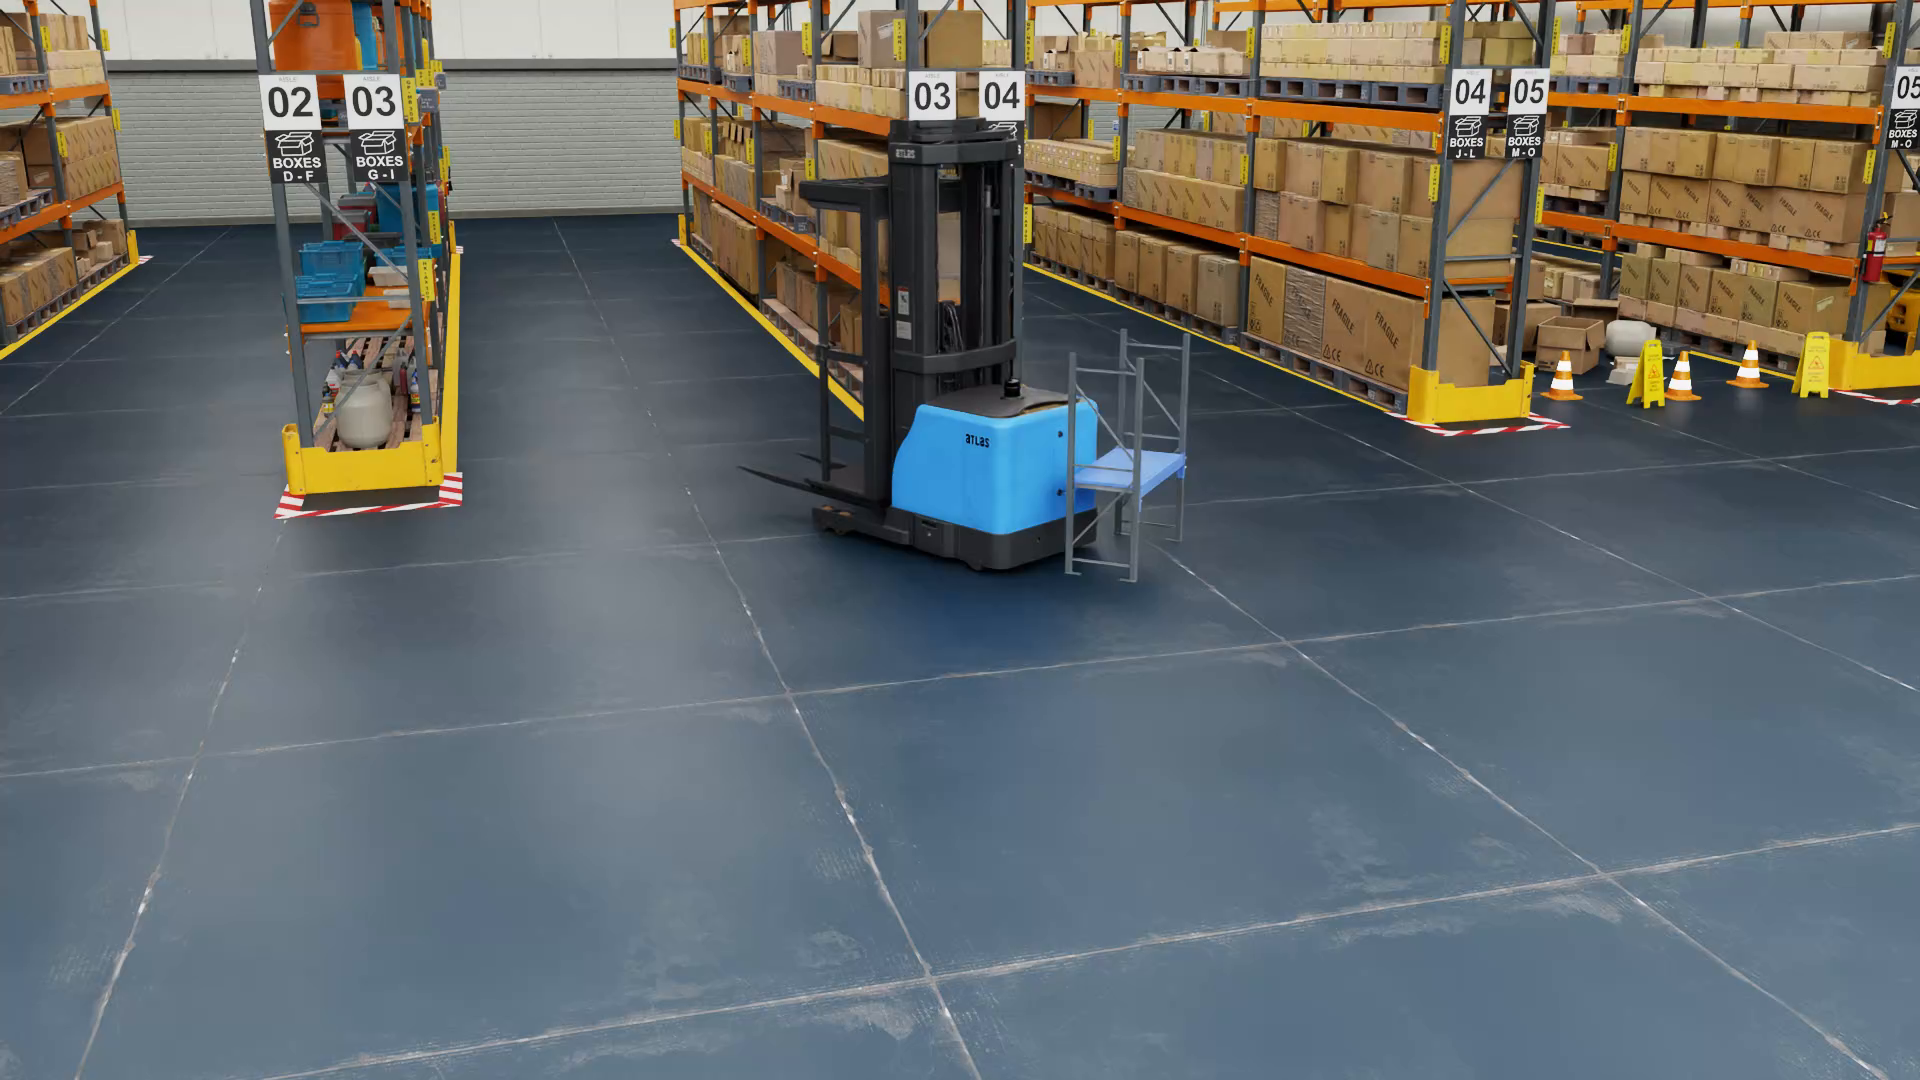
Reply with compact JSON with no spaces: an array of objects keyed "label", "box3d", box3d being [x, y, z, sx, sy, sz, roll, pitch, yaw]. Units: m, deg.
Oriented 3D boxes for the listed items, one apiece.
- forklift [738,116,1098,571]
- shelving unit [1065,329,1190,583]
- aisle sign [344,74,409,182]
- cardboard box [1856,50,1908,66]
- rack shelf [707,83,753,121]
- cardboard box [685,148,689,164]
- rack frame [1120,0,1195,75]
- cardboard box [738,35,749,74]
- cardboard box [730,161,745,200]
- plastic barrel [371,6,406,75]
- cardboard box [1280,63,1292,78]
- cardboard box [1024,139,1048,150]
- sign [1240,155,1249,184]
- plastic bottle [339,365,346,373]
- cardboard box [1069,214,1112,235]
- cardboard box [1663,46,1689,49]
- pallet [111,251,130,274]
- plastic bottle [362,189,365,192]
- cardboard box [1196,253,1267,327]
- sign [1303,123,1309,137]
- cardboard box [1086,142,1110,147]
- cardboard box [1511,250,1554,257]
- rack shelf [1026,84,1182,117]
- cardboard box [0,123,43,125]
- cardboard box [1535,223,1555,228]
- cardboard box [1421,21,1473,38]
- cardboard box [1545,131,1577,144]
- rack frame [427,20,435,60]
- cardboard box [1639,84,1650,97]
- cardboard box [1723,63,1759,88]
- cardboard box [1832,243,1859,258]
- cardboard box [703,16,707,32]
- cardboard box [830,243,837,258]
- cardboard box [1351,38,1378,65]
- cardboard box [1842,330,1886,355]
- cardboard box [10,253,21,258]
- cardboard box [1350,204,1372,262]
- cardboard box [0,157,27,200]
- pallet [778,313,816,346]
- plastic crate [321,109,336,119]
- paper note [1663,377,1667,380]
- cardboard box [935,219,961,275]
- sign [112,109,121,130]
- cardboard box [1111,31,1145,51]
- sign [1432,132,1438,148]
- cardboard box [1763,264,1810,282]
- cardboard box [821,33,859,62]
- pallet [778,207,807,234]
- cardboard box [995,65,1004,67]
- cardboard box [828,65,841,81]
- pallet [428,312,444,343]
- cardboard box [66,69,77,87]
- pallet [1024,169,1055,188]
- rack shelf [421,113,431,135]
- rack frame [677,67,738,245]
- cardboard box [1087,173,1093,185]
[{"label":"forklift","box3d":[-0.440,-1.539,11.981,3.031,2.935,1.130,16,23,42]},{"label":"shelving unit","box3d":[1.150,-0.601,11.344,0.538,1.500,1.048,7,18,23]},{"label":"aisle sign","box3d":[-4.415,-3.113,12.583,0.394,0.787,0.004,-5,17,-15]},{"label":"cardboard box","box3d":[9.197,-4.808,16.582,0.380,0.149,0.250,-5,17,-15]},{"label":"rack shelf","box3d":[-2.703,-6.115,23.131,1.077,0.370,4.000,-5,17,-15]},{"label":"cardboard box","box3d":[-4.330,-6.455,27.972,0.500,0.250,0.500,-5,17,-16]},{"label":"rack frame","box3d":[2.644,-7.707,21.966,1.000,3.000,0.127,-5,17,-15]},{"label":"cardboard box","box3d":[-2.712,-6.550,22.425,0.500,0.500,0.500,-4,17,-12]},{"label":"cardboard box","box3d":[-2.943,-5.057,23.398,0.500,0.500,0.500,-4,17,-14]},{"label":"plastic barrel","box3d":[-7.068,-6.078,20.283,0.600,0.830,0.708,-5,17,-15]},{"label":"cardboard box","box3d":[3.656,-5.024,17.783,0.380,0.149,0.250,-5,17,-15]},{"label":"cardboard box","box3d":[1.210,-6.160,25.919,0.380,0.149,0.250,-4,17,-12]},{"label":"sign","box3d":[3.224,-4.198,18.839,0.100,0.325,0.005,-5,17,-15]},{"label":"plastic bottle","box3d":[-5.865,-1.529,15.807,0.097,0.271,0.097,0,17,0]},{"label":"cardboard box","box3d":[1.930,-4.646,24.516,0.500,0.250,0.500,-4,17,-14]},{"label":"cardboard box","box3d":[11.411,-7.775,26.458,0.380,0.149,0.250,-5,17,-15]},{"label":"pallet","box3d":[-13.637,-4.323,25.977,1.003,0.211,1.213,-5,17,-15]},{"label":"plastic bottle","box3d":[-7.751,-4.416,21.643,0.061,0.283,0.133,-5,17,-15]},{"label":"cardboard box","box3d":[3.486,-3.015,19.957,1.050,0.750,0.750,-5,17,-16]},{"label":"sign","box3d":[5.743,-6.768,27.625,0.100,0.325,0.005,-5,17,-15]},{"label":"cardboard box","box3d":[2.123,-5.923,25.130,0.380,0.149,0.250,-5,18,-17]},{"label":"cardboard box","box3d":[7.732,-3.835,23.343,0.950,0.372,0.625,-5,17,-16]},{"label":"rack shelf","box3d":[2.094,-6.479,24.343,1.077,0.370,4.000,-5,17,-15]},{"label":"cardboard box","box3d":[-13.448,-5.721,23.871,0.500,0.500,0.500,-5,17,-15]},{"label":"cardboard box","box3d":[10.612,-5.719,30.004,0.380,0.149,0.250,-5,18,-17]},{"label":"cardboard box","box3d":[4.423,-4.634,15.098,0.380,0.149,0.250,-5,17,-15]},{"label":"cardboard box","box3d":[7.831,-5.222,21.574,0.380,0.149,0.250,-5,18,-18]},{"label":"rack frame","box3d":[-9.114,-9.164,26.817,1.000,3.000,0.127,-5,17,-15]},{"label":"cardboard box","box3d":[8.323,-5.356,19.791,0.380,0.149,0.250,-5,17,-16]},{"label":"cardboard box","box3d":[8.749,-5.089,18.210,0.500,0.250,0.500,-5,17,-15]},{"label":"cardboard box","box3d":[9.265,-3.006,17.183,0.380,0.149,0.250,-4,17,-13]},{"label":"cardboard box","box3d":[-3.806,-8.215,26.492,0.500,0.250,0.500,-5,18,-17]},{"label":"cardboard box","box3d":[-1.132,-3.022,17.236,0.380,0.149,0.250,-5,17,-15]},{"label":"cardboard box","box3d":[4.165,-4.768,16.235,0.500,0.250,0.500,-5,17,-16]},{"label":"cardboard box","box3d":[9.618,-2.169,18.009,0.500,0.250,0.500,-5,17,-16]},{"label":"cardboard box","box3d":[-12.722,-3.507,21.995,0.500,0.500,0.500,-4,17,-14]},{"label":"cardboard box","box3d":[4.491,-3.107,16.820,0.875,0.550,0.550,-5,17,-15]},{"label":"cardboard box","box3d":[-12.233,-4.559,21.011,0.700,0.500,0.500,-10,19,-29]},{"label":"pallet","box3d":[-1.608,-2.581,20.177,1.003,0.211,1.213,-5,17,-15]},{"label":"plastic crate","box3d":[-5.530,-3.798,14.194,0.392,0.384,0.575,-5,17,-15]},{"label":"paper note","box3d":[7.400,-1.722,17.632,0.148,0.019,0.142,-12,20,-34]},{"label":"cardboard box","box3d":[-0.079,-2.601,14.707,0.875,0.500,0.500,-5,17,-15]},{"label":"sign","box3d":[-13.338,-6.644,26.295,0.100,0.325,0.005,-5,17,-15]},{"label":"cardboard box","box3d":[2.283,-6.776,22.577,0.396,0.266,0.258,-5,17,-15]},{"label":"sign","box3d":[6.843,-5.763,23.910,0.100,0.325,0.005,-5,17,-15]},{"label":"cardboard box","box3d":[8.938,-2.891,17.982,0.380,0.149,0.250,-4,17,-14]},{"label":"cardboard box","box3d":[-1.088,-5.188,17.886,0.797,0.503,0.637,-6,18,-18]},{"label":"pallet","box3d":[-1.570,-3.833,19.832,1.003,0.211,1.213,-5,17,-15]},{"label":"cardboard box","box3d":[0.884,-7.699,27.414,0.500,0.250,0.500,-5,17,-16]},{"label":"cardboard box","box3d":[-1.122,-4.736,16.859,0.380,0.149,0.250,-6,18,-18]},{"label":"pallet","box3d":[-6.740,-2.525,19.991,1.003,0.211,1.213,-5,17,-15]},{"label":"cardboard box","box3d":[-12.944,-6.589,23.722,0.500,0.250,0.500,-5,17,-15]},{"label":"pallet","box3d":[1.615,-5.625,25.798,1.003,0.211,1.213,-5,17,-15]},{"label":"rack shelf","box3d":[-6.366,-4.617,18.144,1.077,0.370,4.000,-5,17,-15]},{"label":"rack frame","box3d":[-4.352,-6.682,28.984,1.000,3.000,0.127,-5,17,-15]},{"label":"cardboard box","box3d":[2.000,-5.083,23.367,0.380,0.149,0.250,-5,17,-15]}]
